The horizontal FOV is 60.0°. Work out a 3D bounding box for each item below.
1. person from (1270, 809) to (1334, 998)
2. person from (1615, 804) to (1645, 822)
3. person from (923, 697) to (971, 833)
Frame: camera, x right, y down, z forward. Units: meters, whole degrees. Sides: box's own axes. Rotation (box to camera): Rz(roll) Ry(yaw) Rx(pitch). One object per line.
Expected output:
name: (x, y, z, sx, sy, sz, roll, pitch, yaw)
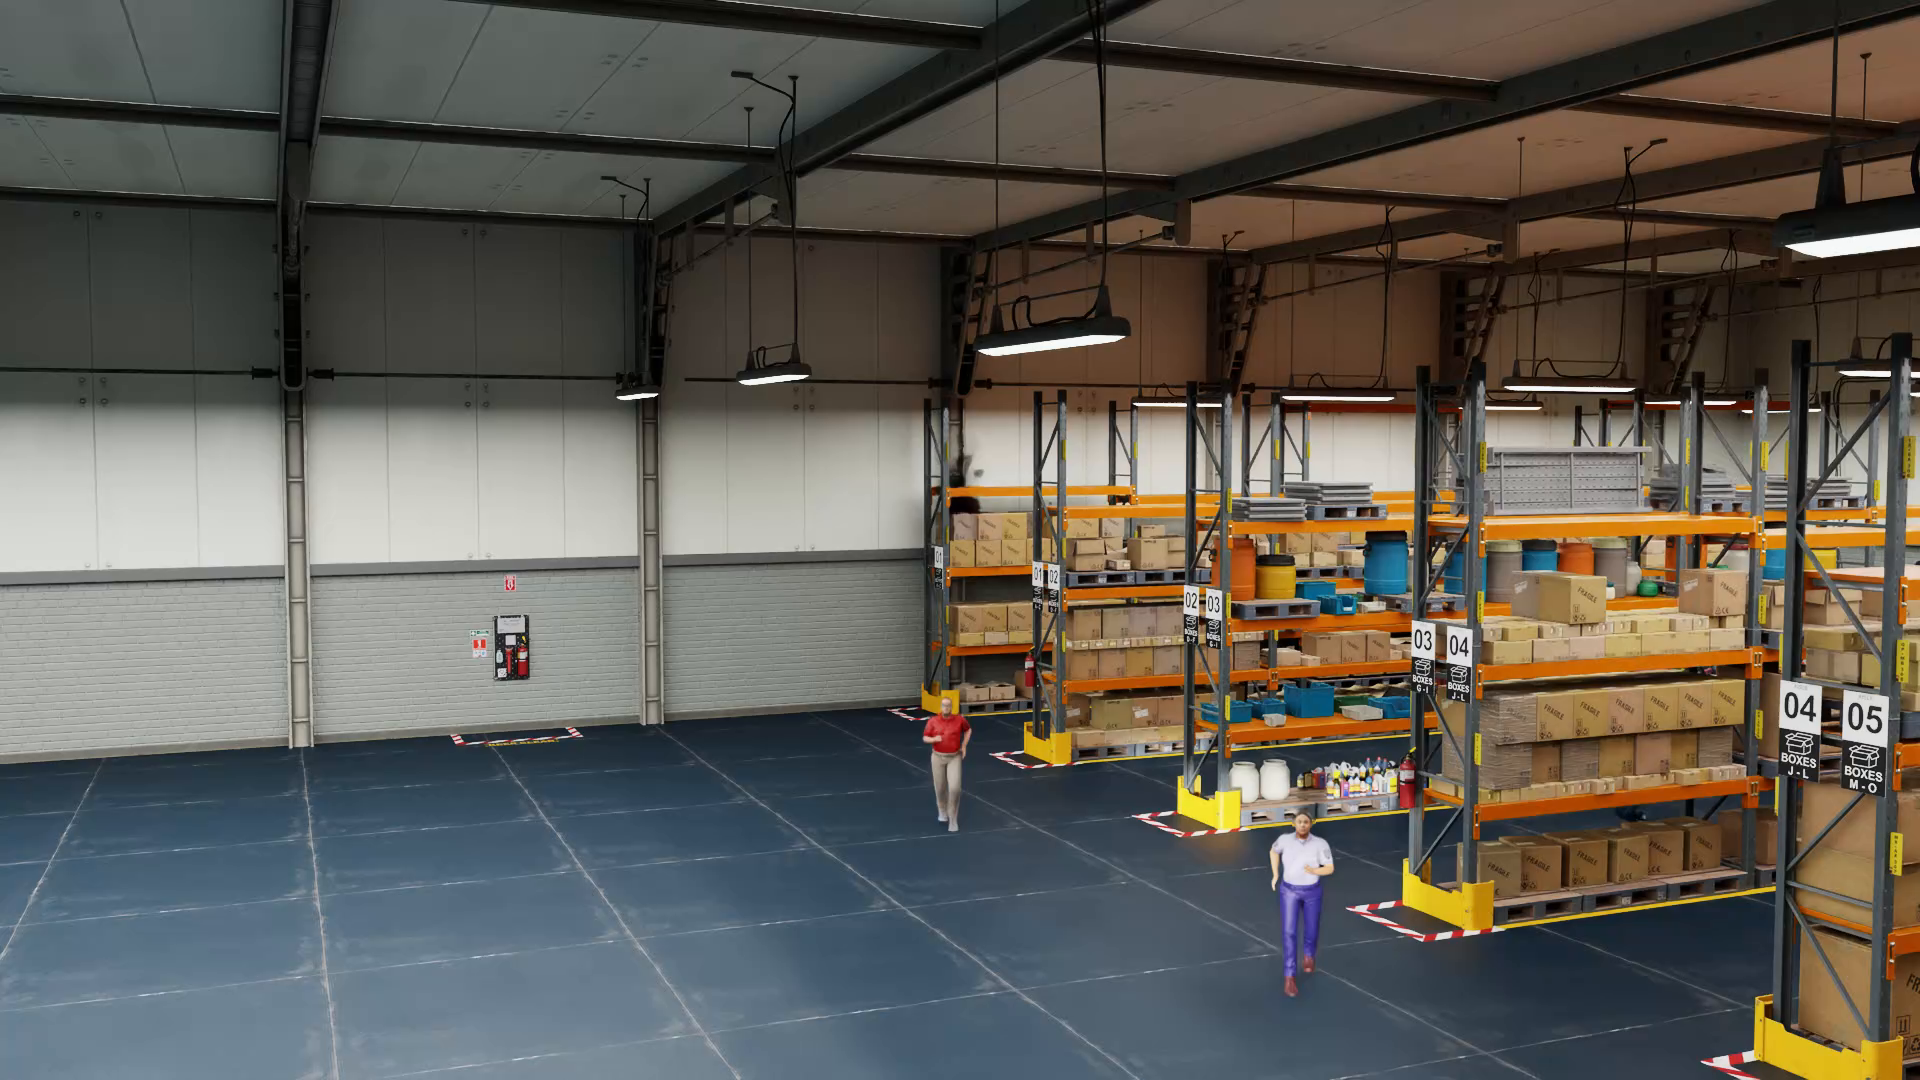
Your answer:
person: (3.248, 3.401, 15.817, 0.575, 1.671, 0.849, 1, 3, 10)
person: (8.586, 3.149, 21.151, 0.549, 1.557, 0.538, -2, 4, -30)
person: (-0.179, 2.999, 22.270, 0.640, 1.796, 0.748, 0, 3, 3)
